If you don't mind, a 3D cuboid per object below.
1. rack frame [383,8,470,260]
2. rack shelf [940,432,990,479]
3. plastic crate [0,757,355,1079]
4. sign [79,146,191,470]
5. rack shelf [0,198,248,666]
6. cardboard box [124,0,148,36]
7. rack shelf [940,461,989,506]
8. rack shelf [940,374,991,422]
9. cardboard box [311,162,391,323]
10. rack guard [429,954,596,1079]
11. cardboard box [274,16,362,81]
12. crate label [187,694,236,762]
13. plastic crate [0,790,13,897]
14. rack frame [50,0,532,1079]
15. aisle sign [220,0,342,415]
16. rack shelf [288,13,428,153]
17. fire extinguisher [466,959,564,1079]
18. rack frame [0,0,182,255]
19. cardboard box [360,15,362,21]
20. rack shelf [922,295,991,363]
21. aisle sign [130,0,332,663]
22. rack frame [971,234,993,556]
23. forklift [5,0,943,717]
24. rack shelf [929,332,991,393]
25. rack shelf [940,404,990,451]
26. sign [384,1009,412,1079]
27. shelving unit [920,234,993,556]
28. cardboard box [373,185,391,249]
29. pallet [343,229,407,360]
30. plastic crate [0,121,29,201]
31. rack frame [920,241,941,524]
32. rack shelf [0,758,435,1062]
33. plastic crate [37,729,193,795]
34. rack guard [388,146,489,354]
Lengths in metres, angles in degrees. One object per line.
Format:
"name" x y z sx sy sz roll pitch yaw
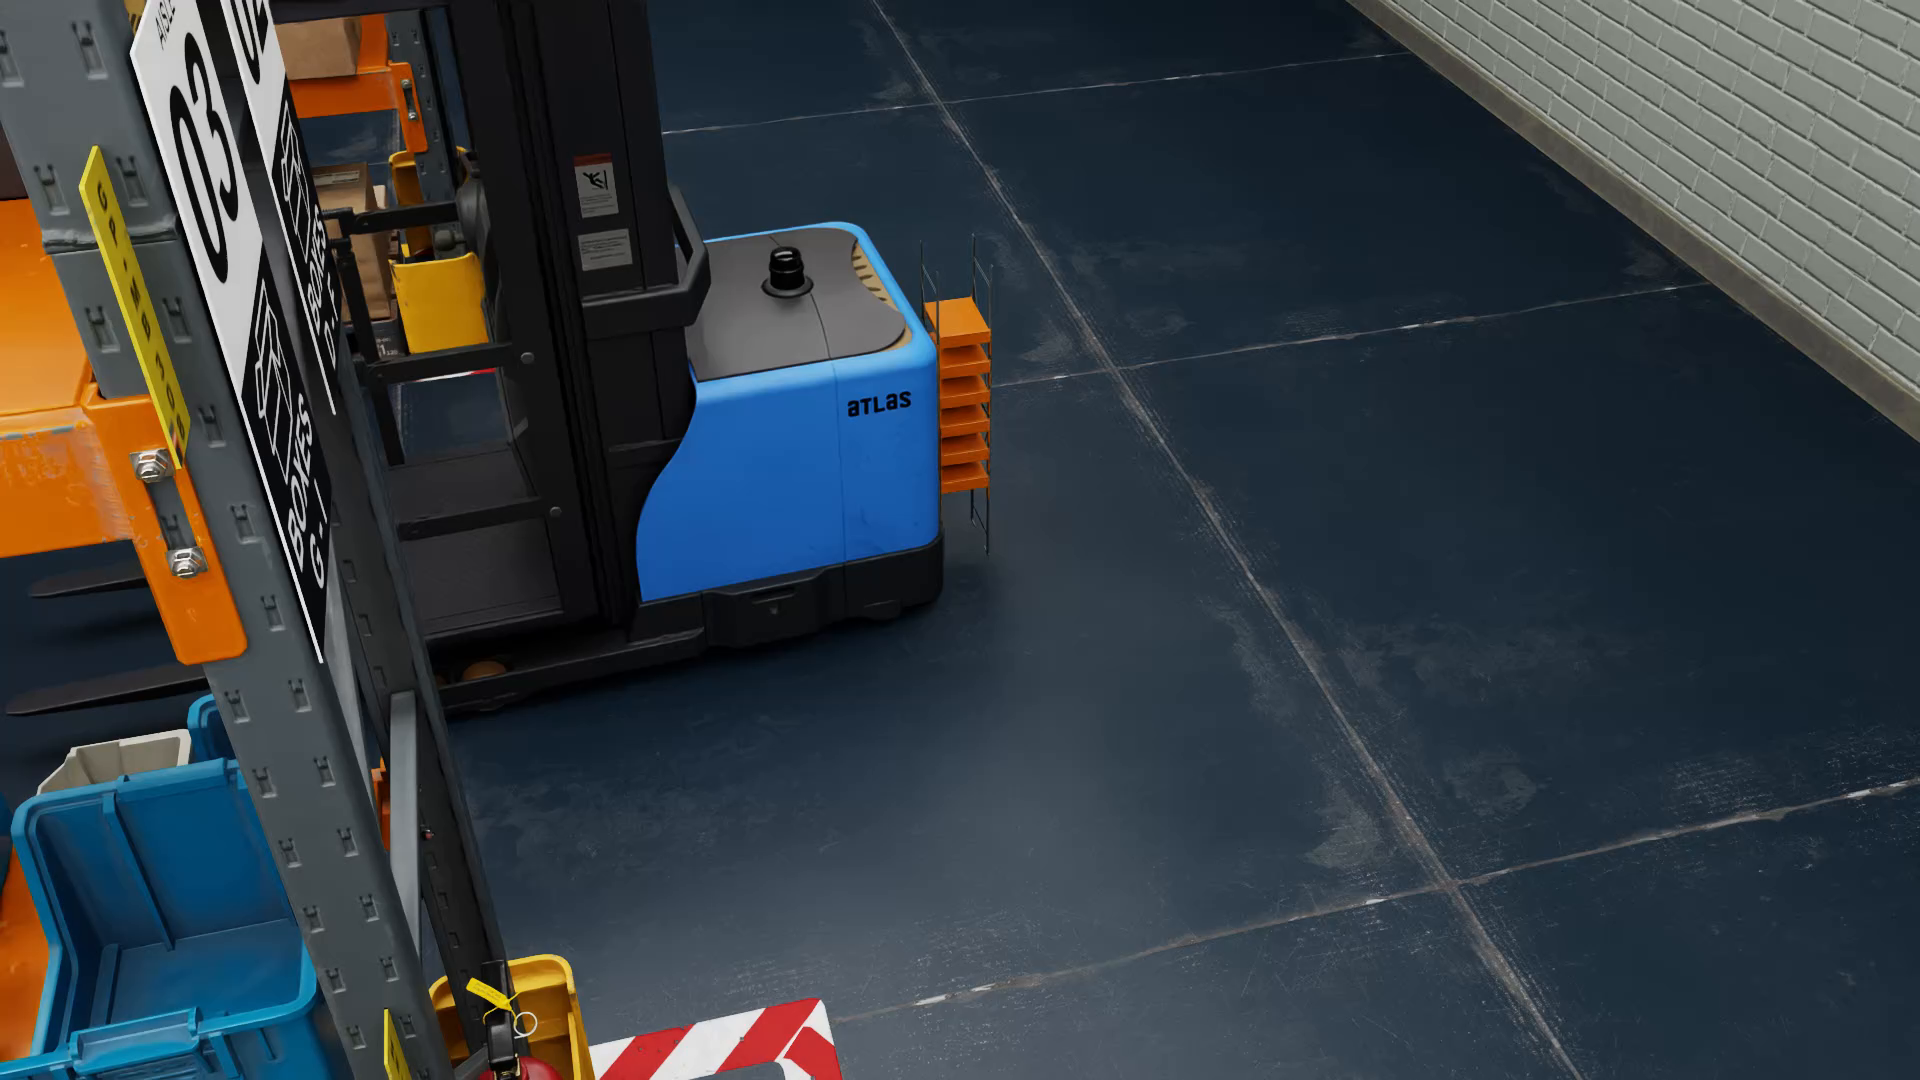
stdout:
"rack frame" -2.287 -2.308 6.798 0.127 3.000 1.000 -9 38 -12
"rack shelf" -0.014 -0.344 5.982 0.180 0.103 0.258 -9 38 -12
"plastic crate" -1.273 0.723 2.758 0.499 0.435 0.616 -9 38 -12
"sign" -0.840 -0.232 1.701 0.005 0.325 0.100 -9 38 -12
"rack shelf" -2.930 0.009 1.892 4.000 0.370 1.077 -9 38 -12
"cardboard box" -3.148 -2.033 6.356 0.500 0.500 0.500 -9 38 -12
"rack shelf" -0.014 -0.248 6.055 0.180 0.103 0.258 -9 38 -12
"rack shelf" -0.014 -0.534 5.837 0.180 0.103 0.258 -9 38 -12
"cardboard box" -2.747 -1.259 7.123 0.500 0.500 0.500 -9 38 -12
"rack guard" -0.979 1.580 3.774 0.348 0.500 1.175 -9 38 -12
"cardboard box" -2.648 -2.117 6.466 0.500 0.500 0.500 -8 38 -11
"crate label" -1.323 0.487 3.233 0.303 0.233 0.416 -9 38 -12
"plastic crate" -1.959 0.591 3.097 0.300 0.233 0.416 -9 38 -12
"rack frame" -0.999 0.598 2.999 0.127 3.000 1.000 -9 38 -12
"aisle sign" -1.007 -0.620 2.452 0.004 0.787 0.394 -9 38 -12
"rack shelf" -4.217 -1.705 6.603 4.000 0.370 1.077 -9 38 -12
"fire extinguisher" -0.735 1.020 2.819 0.183 0.674 0.296 -9 38 -12
"rack frame" -0.999 -1.785 1.177 0.127 3.000 1.000 -9 38 -12
"cardboard box" -2.784 -2.432 6.878 0.500 0.500 0.500 -9 38 -11
"rack shelf" -0.014 -0.725 5.691 0.180 0.103 0.258 -9 38 -12
"aisle sign" -0.853 -0.274 2.000 0.004 0.787 0.394 -9 38 -12
"rack frame" 0.074 -0.489 5.901 0.006 1.200 0.240 -9 38 -12
"forklift" -1.635 -0.922 5.043 3.031 2.935 1.130 -11 39 -14
"rack shelf" -0.014 -0.630 5.764 0.180 0.103 0.258 -9 38 -12
"rack shelf" -0.014 -0.439 5.909 0.180 0.103 0.258 -9 38 -12
"sign" -0.840 0.853 2.531 0.005 0.325 0.100 -9 38 -12
"shelving unit" -0.014 -0.474 5.882 0.189 1.200 0.258 -9 38 -12
"cardboard box" -2.780 -1.486 7.708 0.250 0.149 0.380 -9 38 -12
"pallet" -3.129 -1.061 7.464 1.213 0.211 1.003 -9 38 -12
"plastic crate" -1.443 -0.644 2.262 0.590 0.269 0.497 -9 38 -12
"rack frame" -0.102 -0.460 5.864 0.006 1.200 0.240 -9 38 -12
"rack shelf" -2.930 1.201 2.804 4.000 0.370 1.077 -9 38 -12
"plastic crate" -1.654 0.527 3.260 0.298 0.136 0.250 -9 38 -12
"rack guard" -2.360 -1.303 7.542 0.348 0.500 1.175 -9 38 -12
